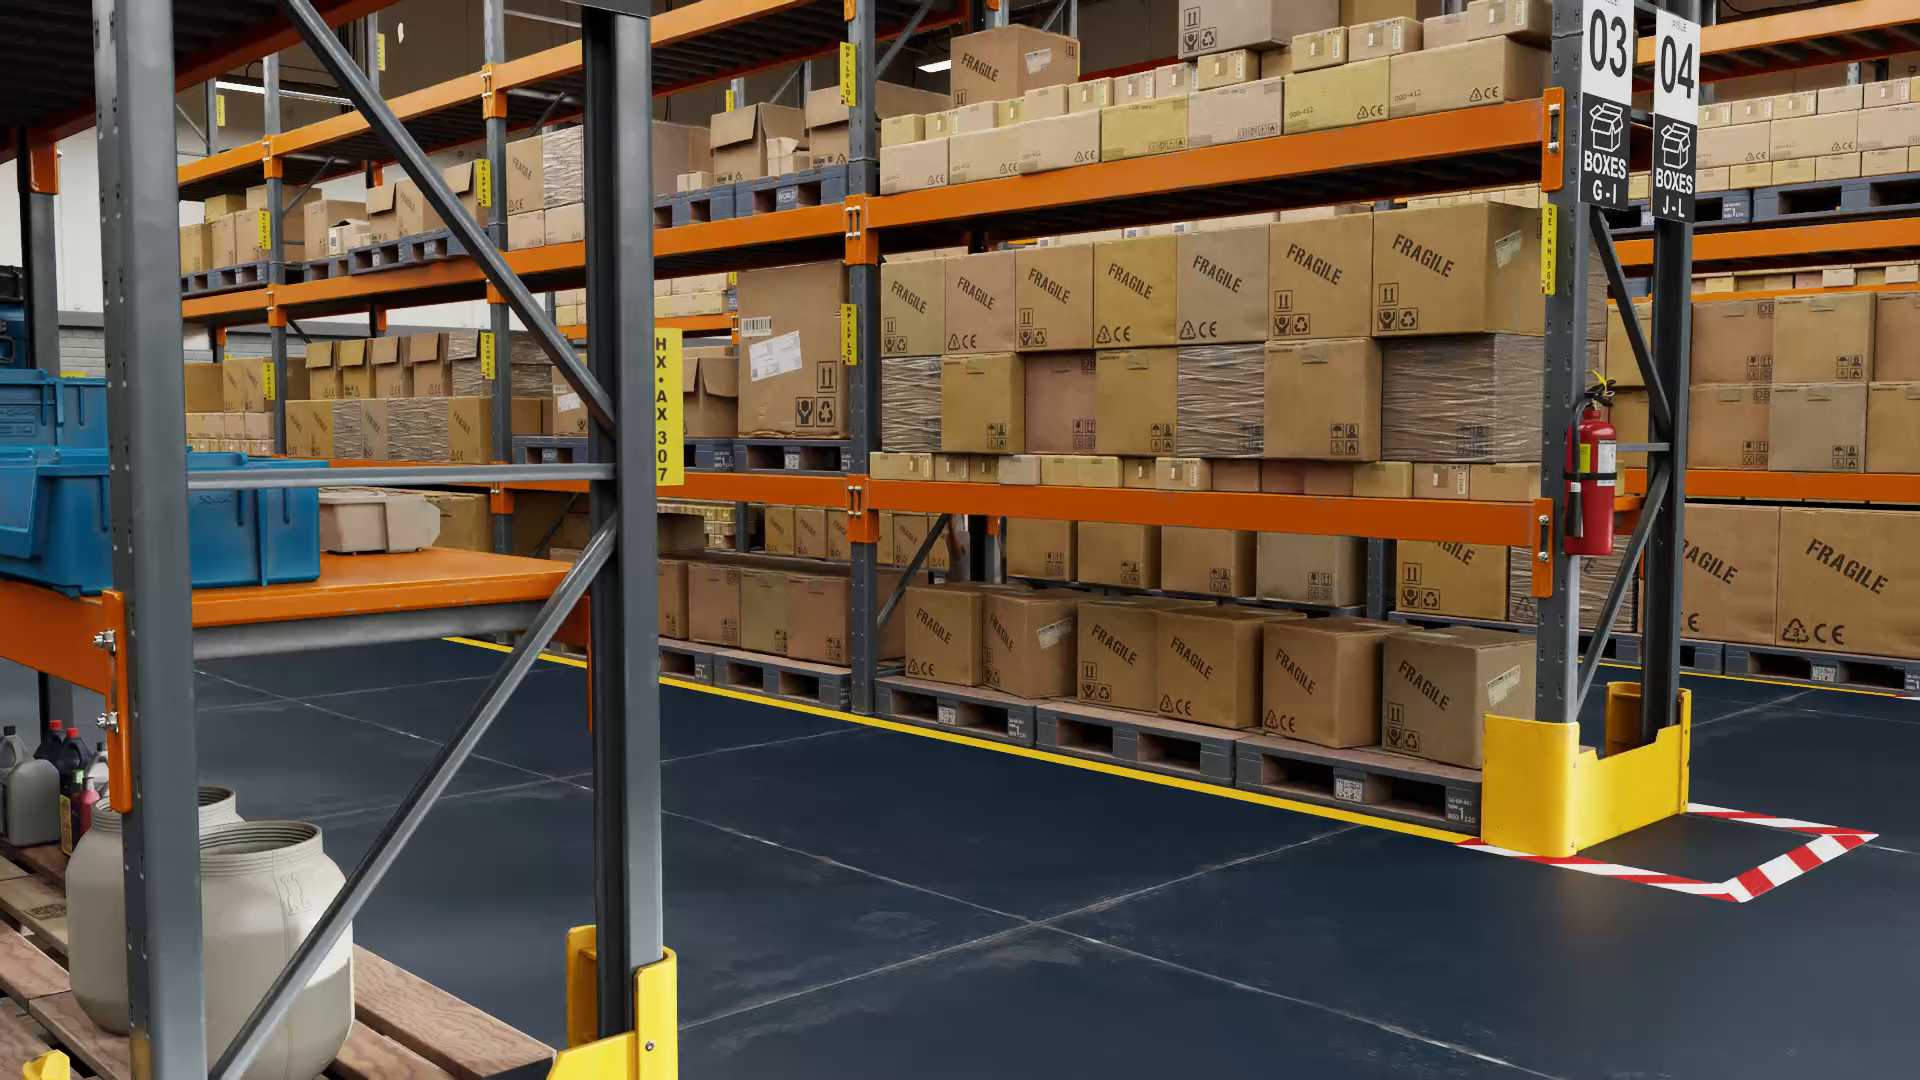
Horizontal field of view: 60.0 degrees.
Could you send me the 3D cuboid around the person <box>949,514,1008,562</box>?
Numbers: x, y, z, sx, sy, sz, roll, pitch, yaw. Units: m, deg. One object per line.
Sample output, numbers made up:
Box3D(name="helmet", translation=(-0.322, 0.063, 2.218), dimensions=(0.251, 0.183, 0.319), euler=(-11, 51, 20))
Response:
Box3D(name="person", translation=(0.134, -0.006, 11.114), dimensions=(0.321, 1.662, 0.527), euler=(4, 6, 44))
